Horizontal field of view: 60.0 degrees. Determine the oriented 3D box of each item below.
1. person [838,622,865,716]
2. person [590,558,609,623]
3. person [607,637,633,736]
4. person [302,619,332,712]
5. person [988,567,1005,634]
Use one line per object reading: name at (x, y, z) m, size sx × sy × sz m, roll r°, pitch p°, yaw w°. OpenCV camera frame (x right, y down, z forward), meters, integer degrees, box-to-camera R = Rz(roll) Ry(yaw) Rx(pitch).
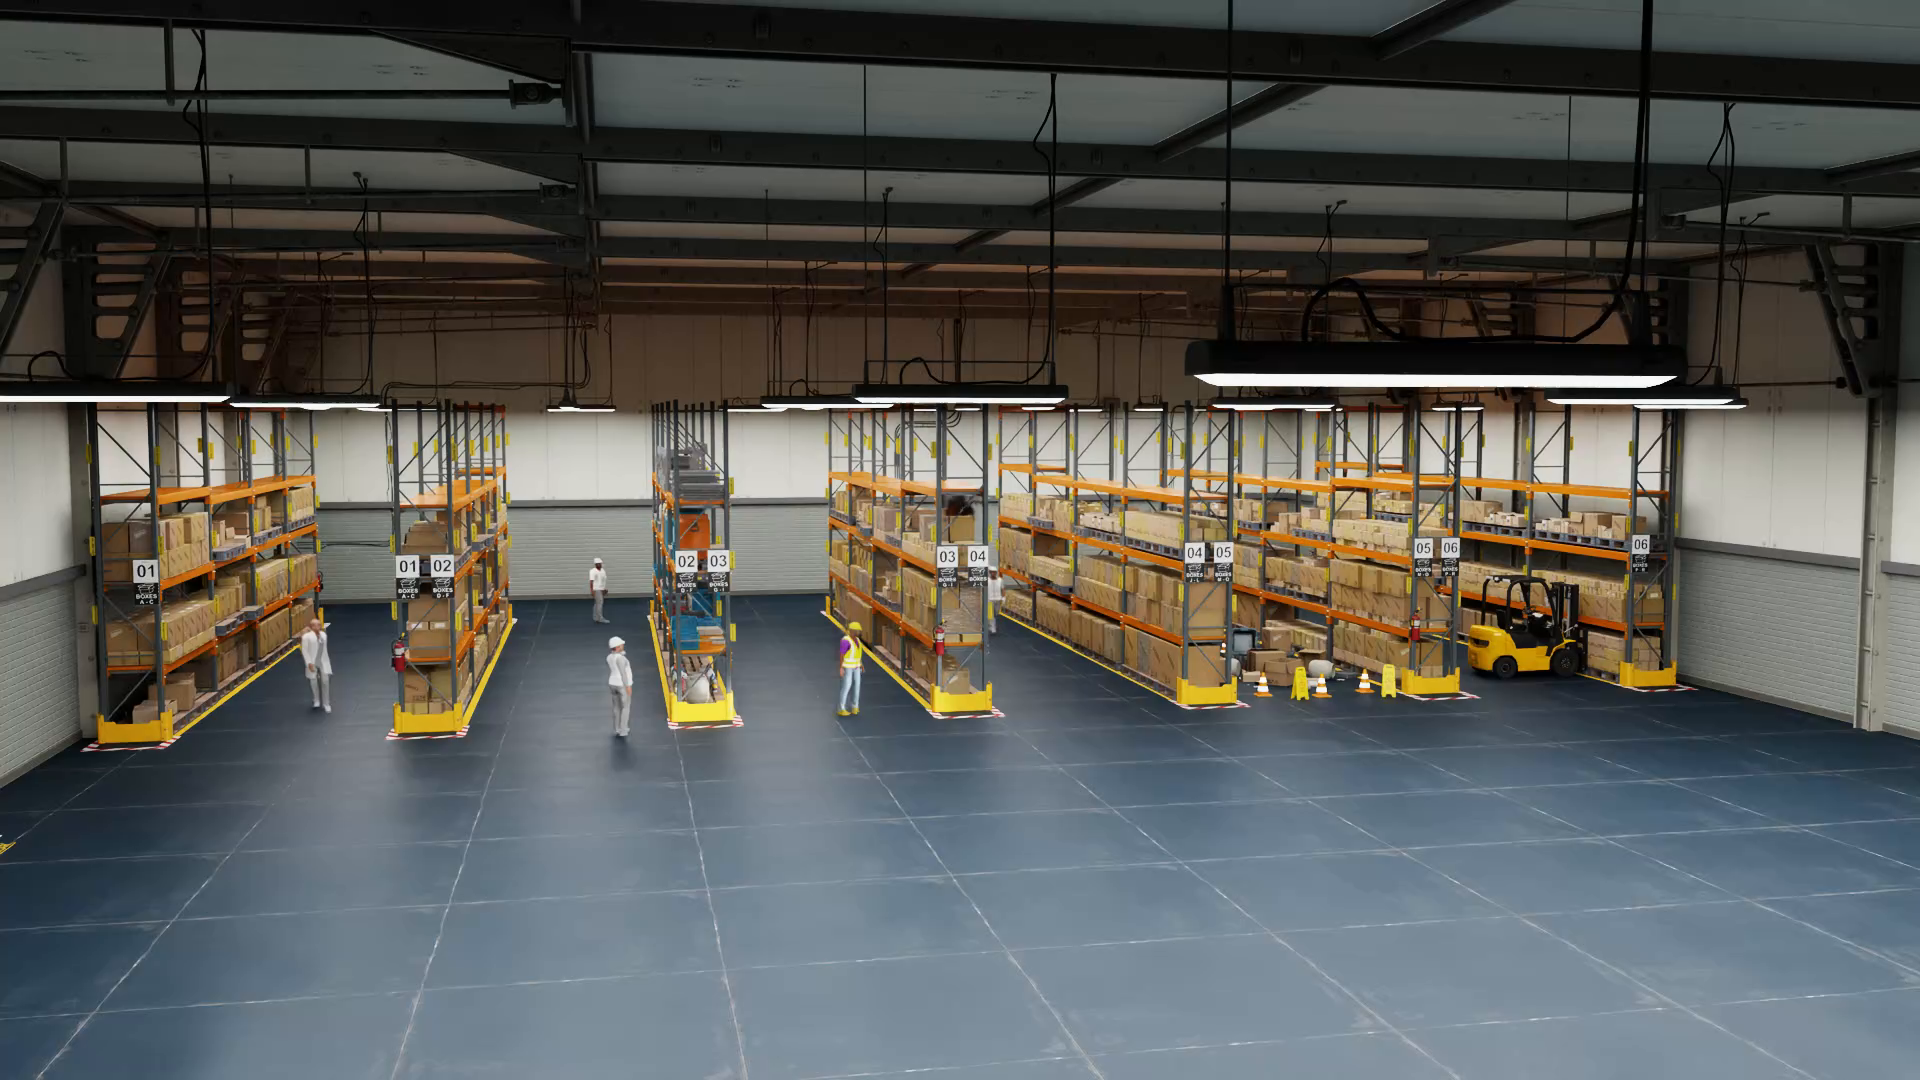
person at (-2.079, 2.445, 31.770) m, size 0.408 × 1.775 × 0.656 m, roll 3°, pitch 5°, yaw 35°
person at (-9.896, 1.379, 45.982) m, size 0.583 × 1.761 × 0.599 m, roll 1°, pitch 4°, yaw 11°
person at (-6.057, 2.608, 29.798) m, size 0.545 × 1.777 × 0.531 m, roll 3°, pitch 5°, yaw 35°
person at (-12.433, 2.451, 32.154) m, size 0.538 × 1.646 × 1.025 m, roll -2°, pitch 5°, yaw -22°
person at (0.909, 1.564, 43.357) m, size 0.569 × 1.726 × 1.056 m, roll -1°, pitch 4°, yaw -14°
